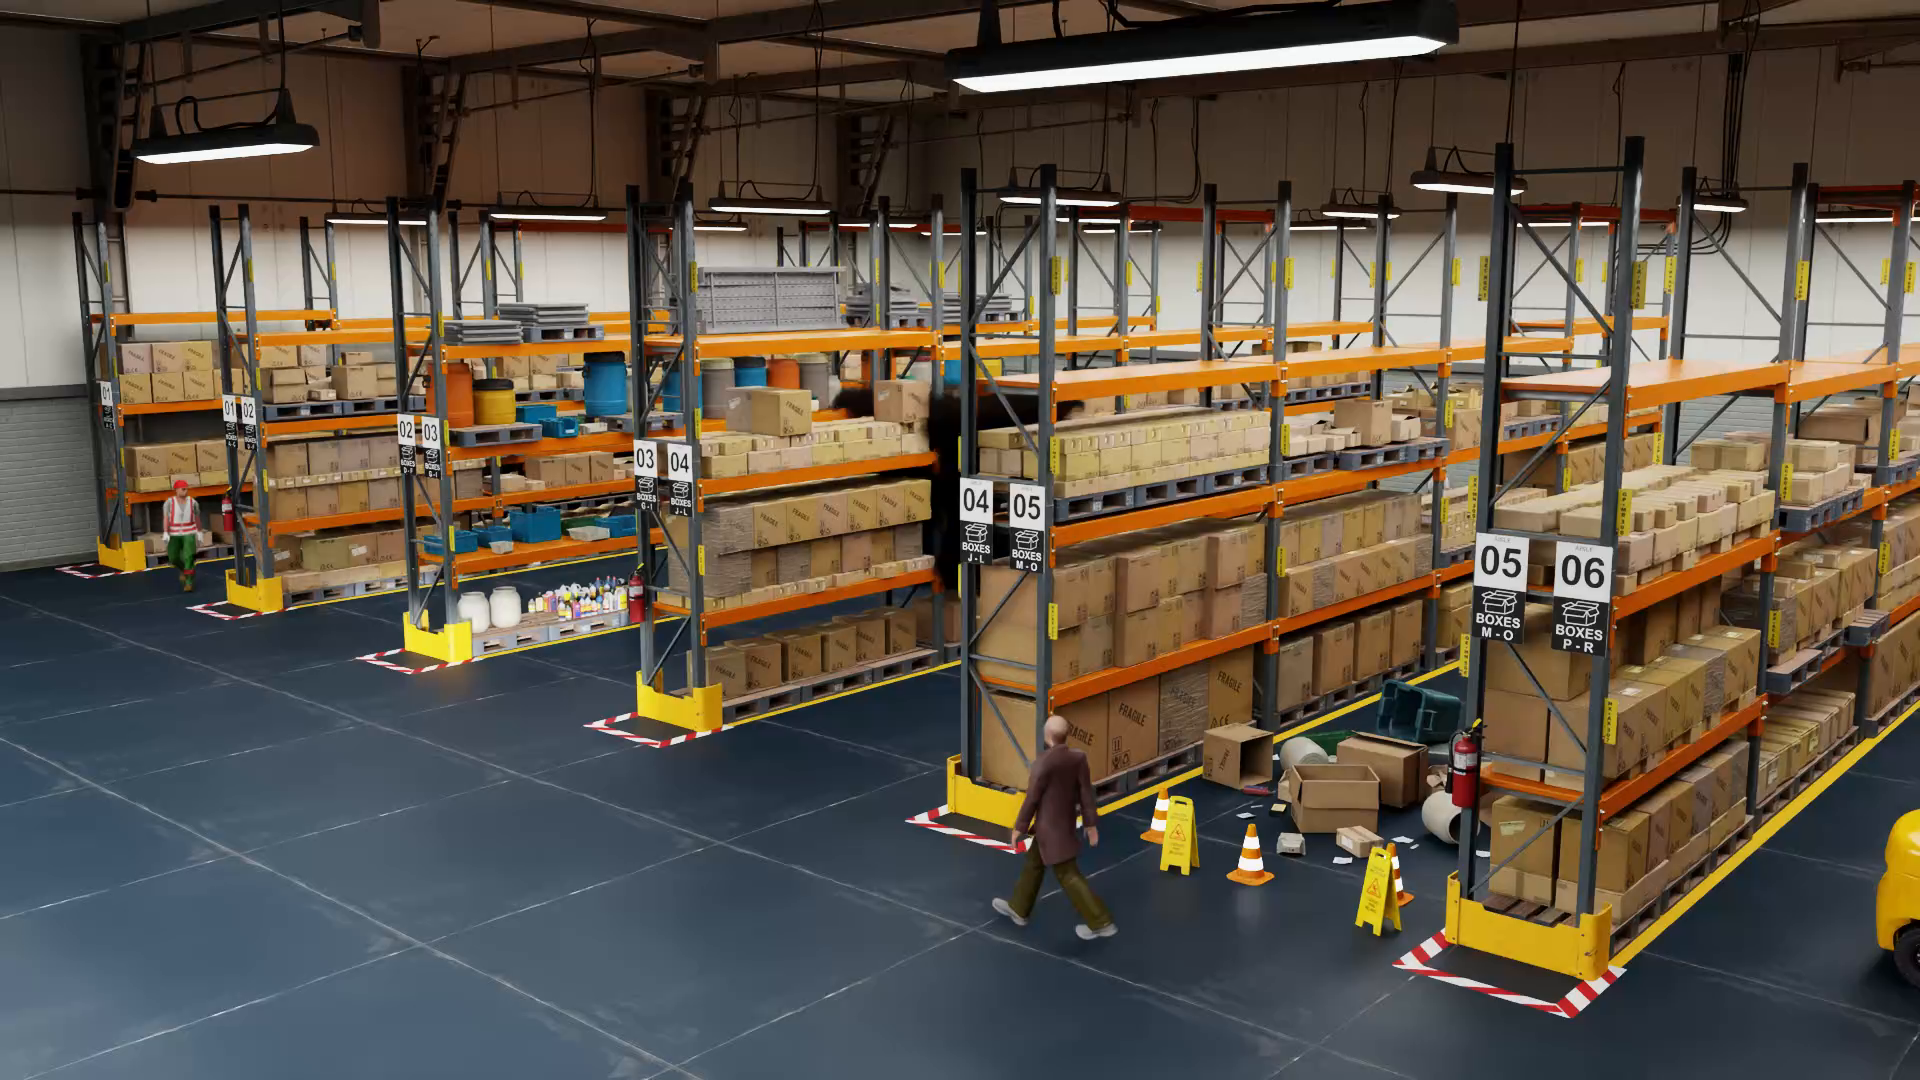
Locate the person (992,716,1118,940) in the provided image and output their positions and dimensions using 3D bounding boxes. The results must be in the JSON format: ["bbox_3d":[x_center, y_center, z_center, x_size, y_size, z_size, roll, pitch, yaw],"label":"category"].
[{"bbox_3d":[0.715,2.250,12.810,1.120,1.646,0.539,3,10,19],"label":"person"}]

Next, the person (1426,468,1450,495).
[{"bbox_3d":[8.623,-0.619,30.060,0.513,1.629,0.949,6,11,30],"label":"person"}]

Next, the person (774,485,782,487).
[{"bbox_3d":[-2.583,0.117,23.500,0.441,1.833,0.528,-2,10,-14],"label":"person"}]

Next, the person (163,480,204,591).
[{"bbox_3d":[-12.353,-0.094,26.452,0.538,1.766,0.730,-2,10,-9],"label":"person"}]
